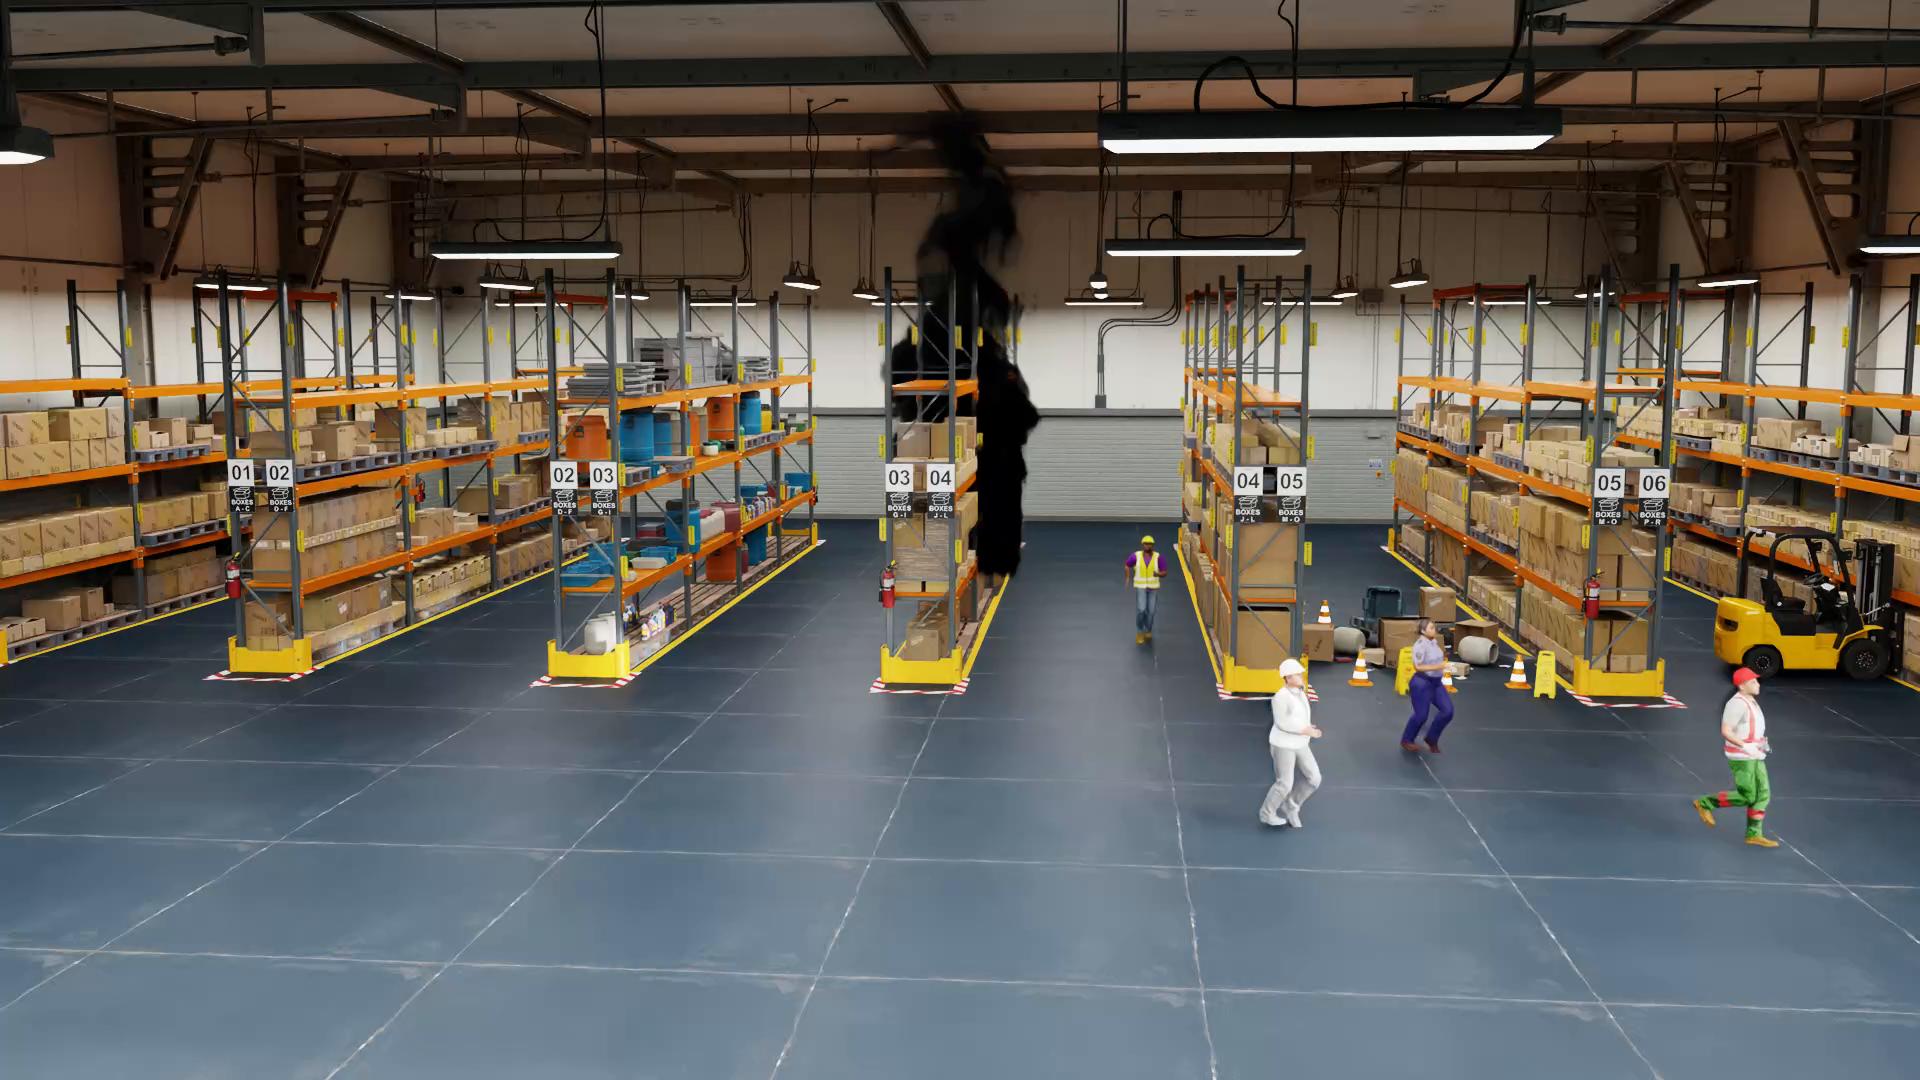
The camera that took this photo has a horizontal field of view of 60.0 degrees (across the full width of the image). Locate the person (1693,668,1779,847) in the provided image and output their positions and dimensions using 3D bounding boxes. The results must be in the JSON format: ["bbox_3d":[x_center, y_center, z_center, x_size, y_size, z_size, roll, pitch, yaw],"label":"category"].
[{"bbox_3d":[7.742,2.134,16.482,0.806,1.756,0.674,6,9,42],"label":"person"}]

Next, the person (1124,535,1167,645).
[{"bbox_3d":[3.063,0.822,27.308,0.670,1.798,0.728,0,7,-2],"label":"person"}]

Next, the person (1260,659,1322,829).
[{"bbox_3d":[3.395,2.096,16.896,0.692,1.793,0.678,6,9,39],"label":"person"}]

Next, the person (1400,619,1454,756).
[{"bbox_3d":[5.633,1.785,19.966,0.583,1.681,0.660,-6,9,-41],"label":"person"}]
